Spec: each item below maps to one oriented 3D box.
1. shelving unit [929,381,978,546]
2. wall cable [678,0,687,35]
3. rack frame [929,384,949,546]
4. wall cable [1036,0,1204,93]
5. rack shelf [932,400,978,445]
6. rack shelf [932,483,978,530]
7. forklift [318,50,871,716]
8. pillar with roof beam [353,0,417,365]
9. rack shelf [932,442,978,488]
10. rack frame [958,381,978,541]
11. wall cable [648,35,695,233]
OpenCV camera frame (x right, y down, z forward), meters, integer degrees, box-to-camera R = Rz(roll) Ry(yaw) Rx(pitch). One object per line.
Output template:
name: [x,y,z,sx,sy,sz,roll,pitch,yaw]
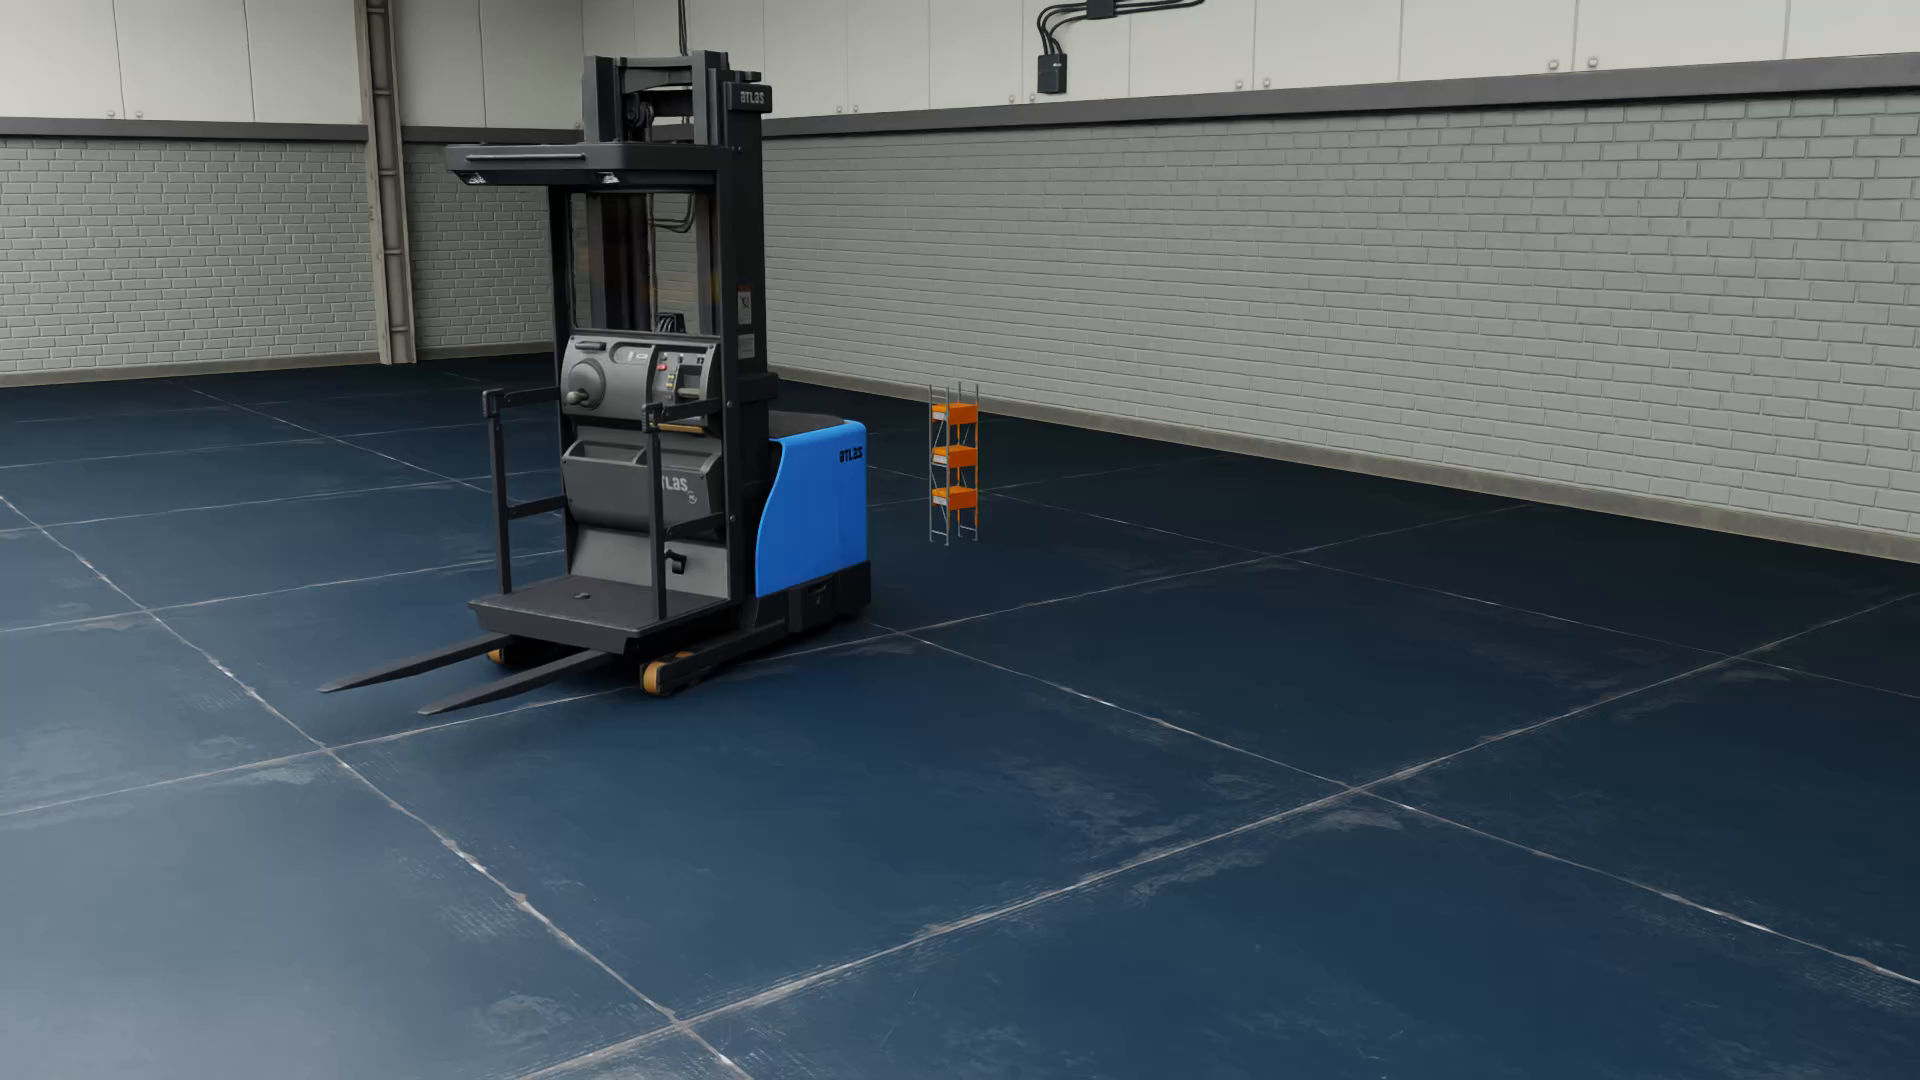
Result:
shelving unit: [-0.042,-0.507,10.987,0.252,1.050,0.215,-9,15,-38]
wall cable: [-2.733,-7.465,19.937,0.112,2.526,3.097,-9,15,-38]
rack frame: [-0.137,-0.491,10.912,0.008,1.050,0.200,-9,15,-38]
wall cable: [1.495,-7.074,14.591,0.169,6.003,2.305,-9,15,-38]
rack shelf: [-0.042,-0.774,10.930,0.240,0.259,0.215,-9,15,-38]
rack shelf: [-0.042,-0.224,11.047,0.240,0.259,0.215,-9,15,-38]
forklift: [-1.674,-0.816,7.914,1.130,2.935,3.031,7,14,30]
pillar with roof beam: [-4.860,-6.086,18.127,0.400,9.000,9.100,-9,15,-38]
rack shelf: [-0.042,-0.496,10.989,0.240,0.259,0.215,-9,15,-38]
rack frame: [0.053,-0.522,11.062,0.008,1.050,0.200,-9,15,-38]
wall cable: [-4.423,-5.434,22.528,0.112,2.526,3.097,-9,15,-38]
